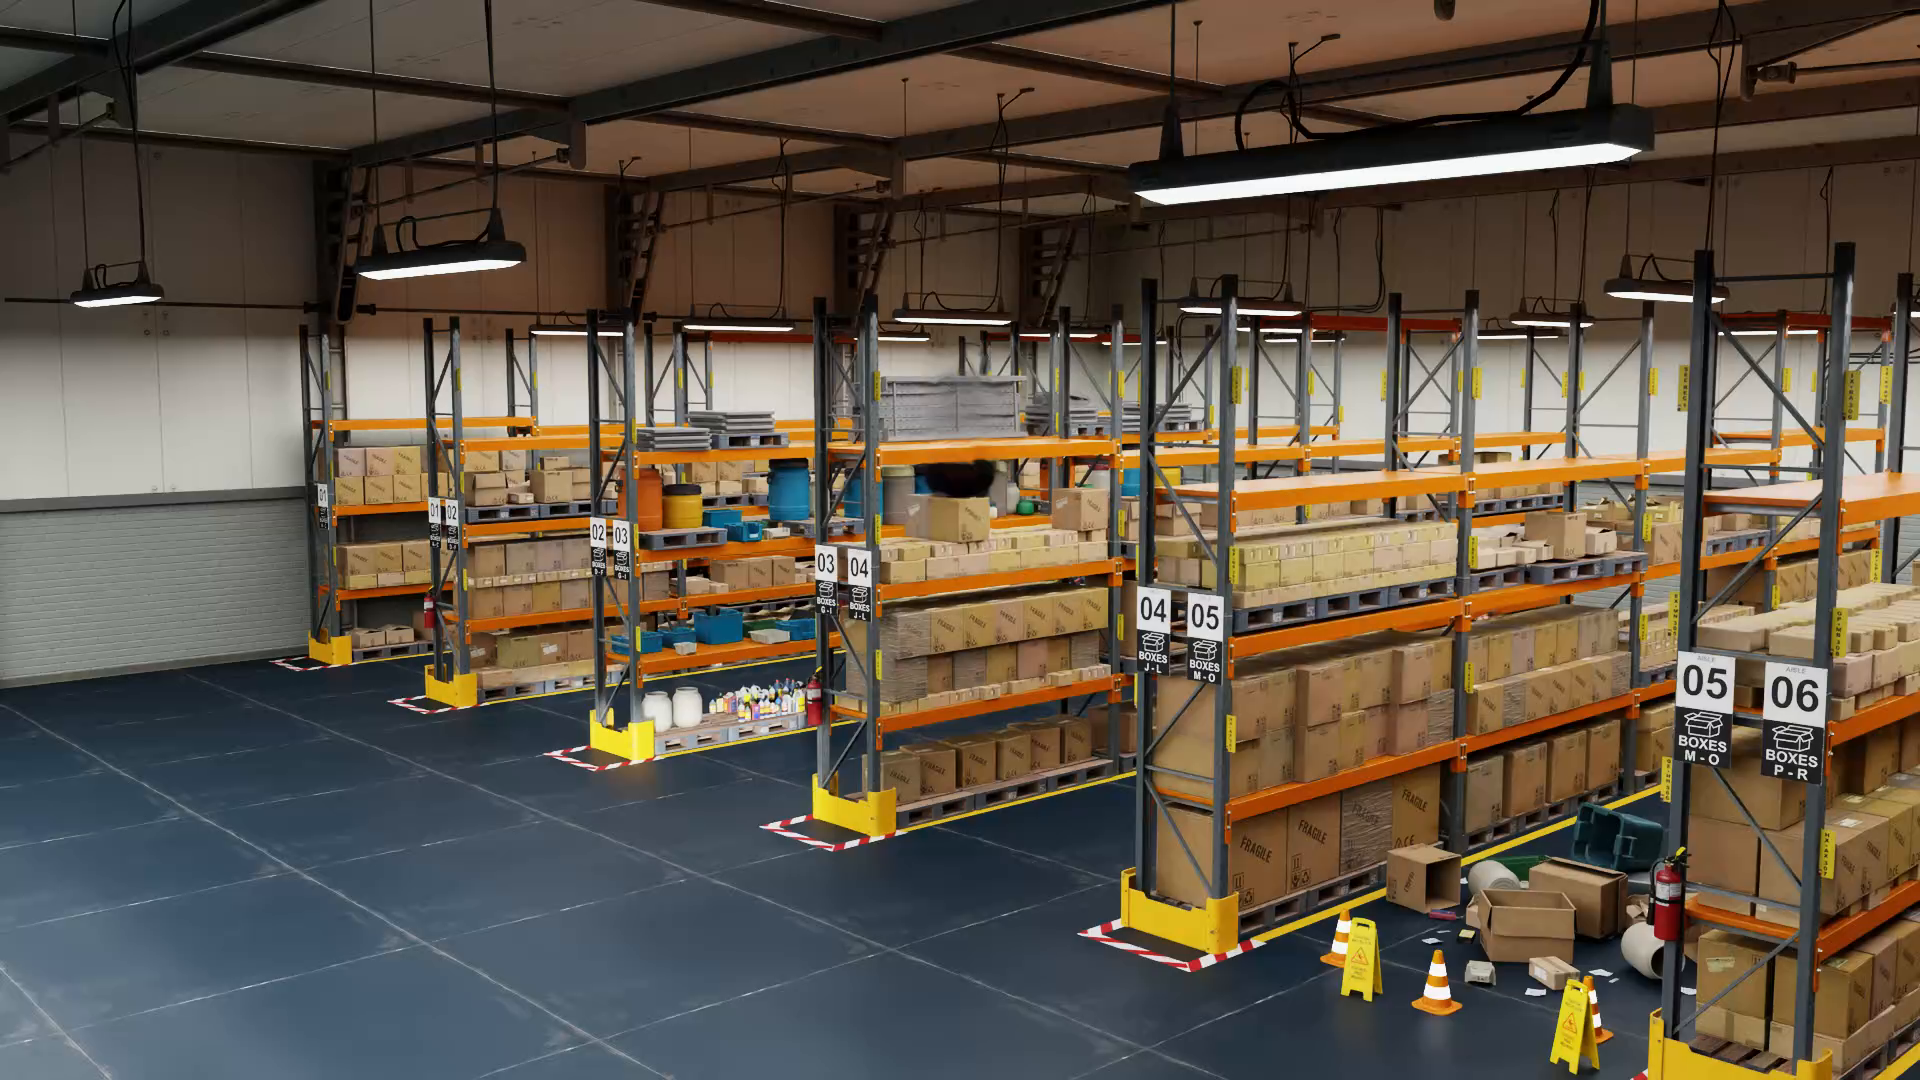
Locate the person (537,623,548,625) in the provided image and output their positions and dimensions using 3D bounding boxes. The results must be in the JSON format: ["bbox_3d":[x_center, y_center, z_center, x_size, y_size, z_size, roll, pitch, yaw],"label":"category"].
[{"bbox_3d":[-7.505,1.351,30.243,0.525,1.562,0.644,3,6,26],"label":"person"}]

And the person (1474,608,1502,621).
[{"bbox_3d":[7.909,1.754,24.795,0.643,1.829,0.850,5,8,40],"label":"person"}]
